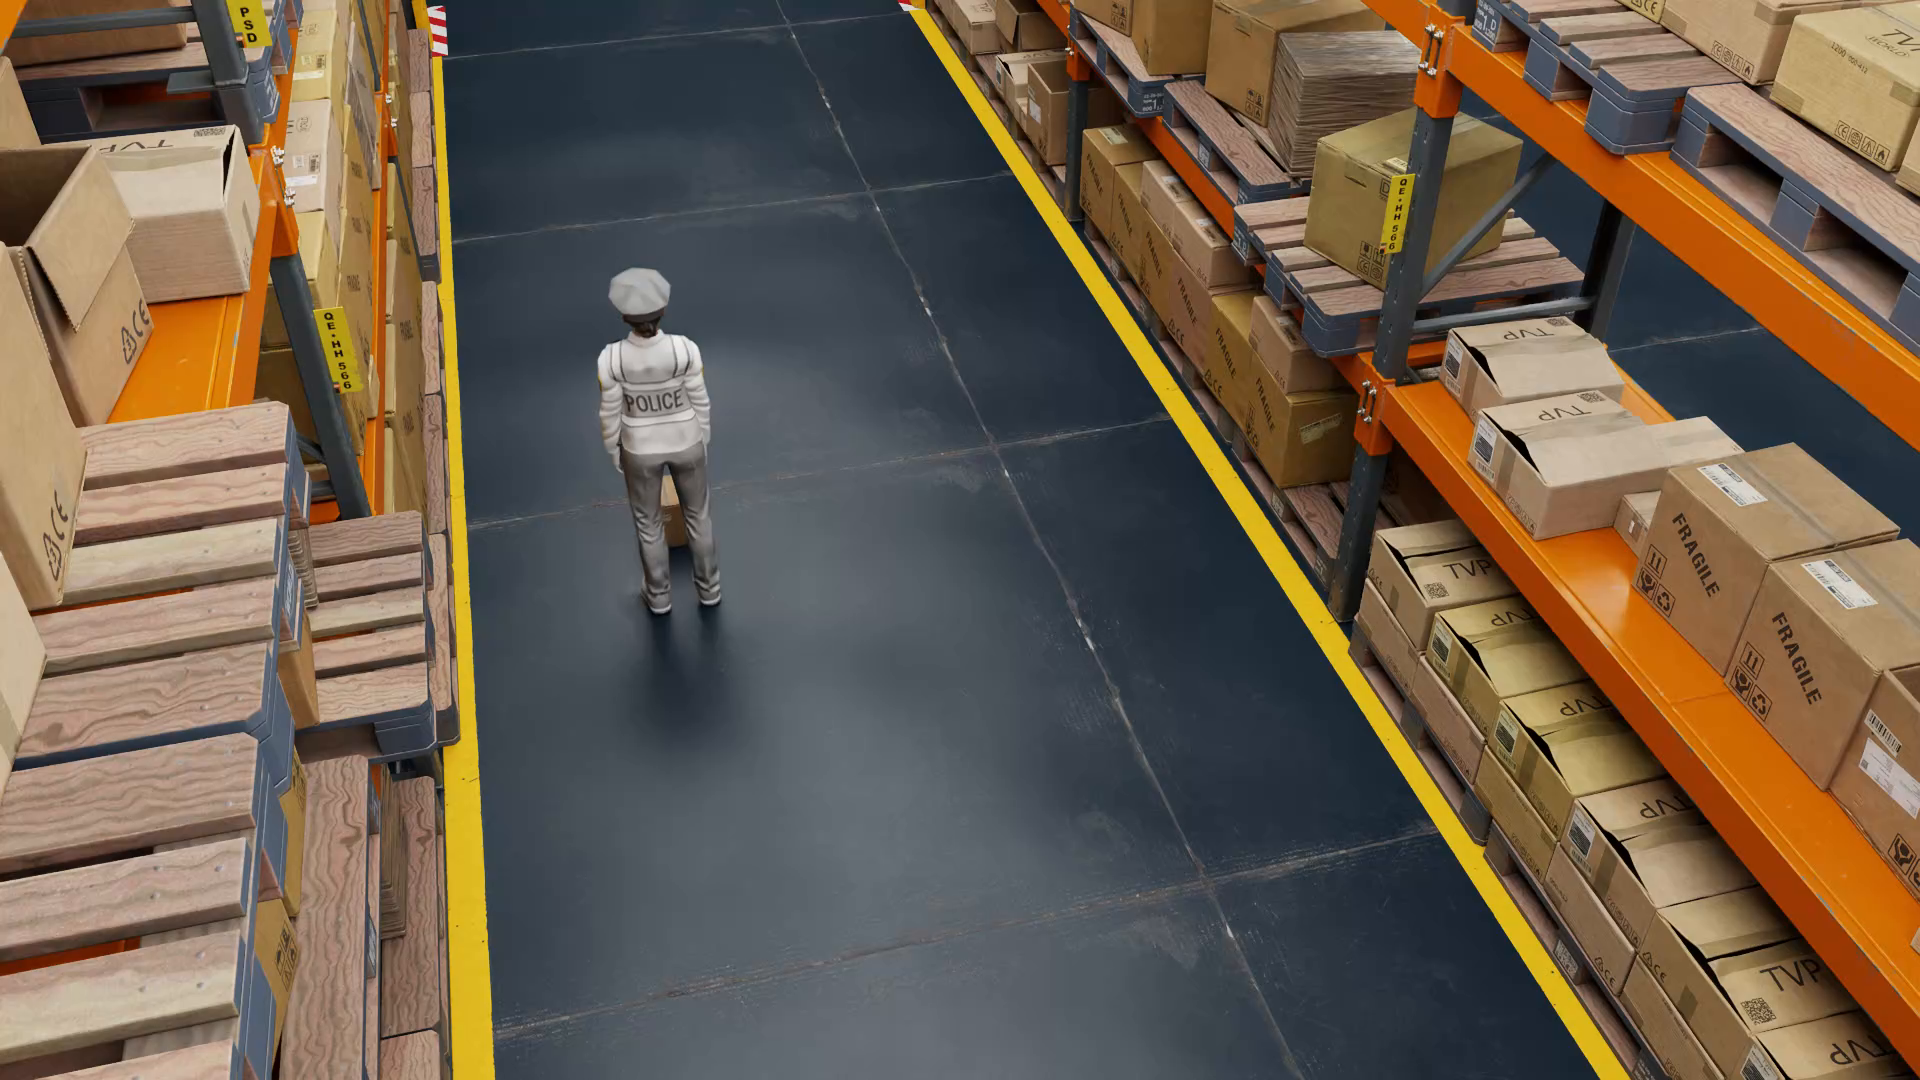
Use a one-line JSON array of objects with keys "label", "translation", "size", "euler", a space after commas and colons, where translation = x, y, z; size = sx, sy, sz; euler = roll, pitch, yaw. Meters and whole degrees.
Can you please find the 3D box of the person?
[{"label": "person", "translation": [-1.305, -0.408, 7.218], "size": [0.468, 1.684, 0.343], "euler": [-9, 39, -11]}]
